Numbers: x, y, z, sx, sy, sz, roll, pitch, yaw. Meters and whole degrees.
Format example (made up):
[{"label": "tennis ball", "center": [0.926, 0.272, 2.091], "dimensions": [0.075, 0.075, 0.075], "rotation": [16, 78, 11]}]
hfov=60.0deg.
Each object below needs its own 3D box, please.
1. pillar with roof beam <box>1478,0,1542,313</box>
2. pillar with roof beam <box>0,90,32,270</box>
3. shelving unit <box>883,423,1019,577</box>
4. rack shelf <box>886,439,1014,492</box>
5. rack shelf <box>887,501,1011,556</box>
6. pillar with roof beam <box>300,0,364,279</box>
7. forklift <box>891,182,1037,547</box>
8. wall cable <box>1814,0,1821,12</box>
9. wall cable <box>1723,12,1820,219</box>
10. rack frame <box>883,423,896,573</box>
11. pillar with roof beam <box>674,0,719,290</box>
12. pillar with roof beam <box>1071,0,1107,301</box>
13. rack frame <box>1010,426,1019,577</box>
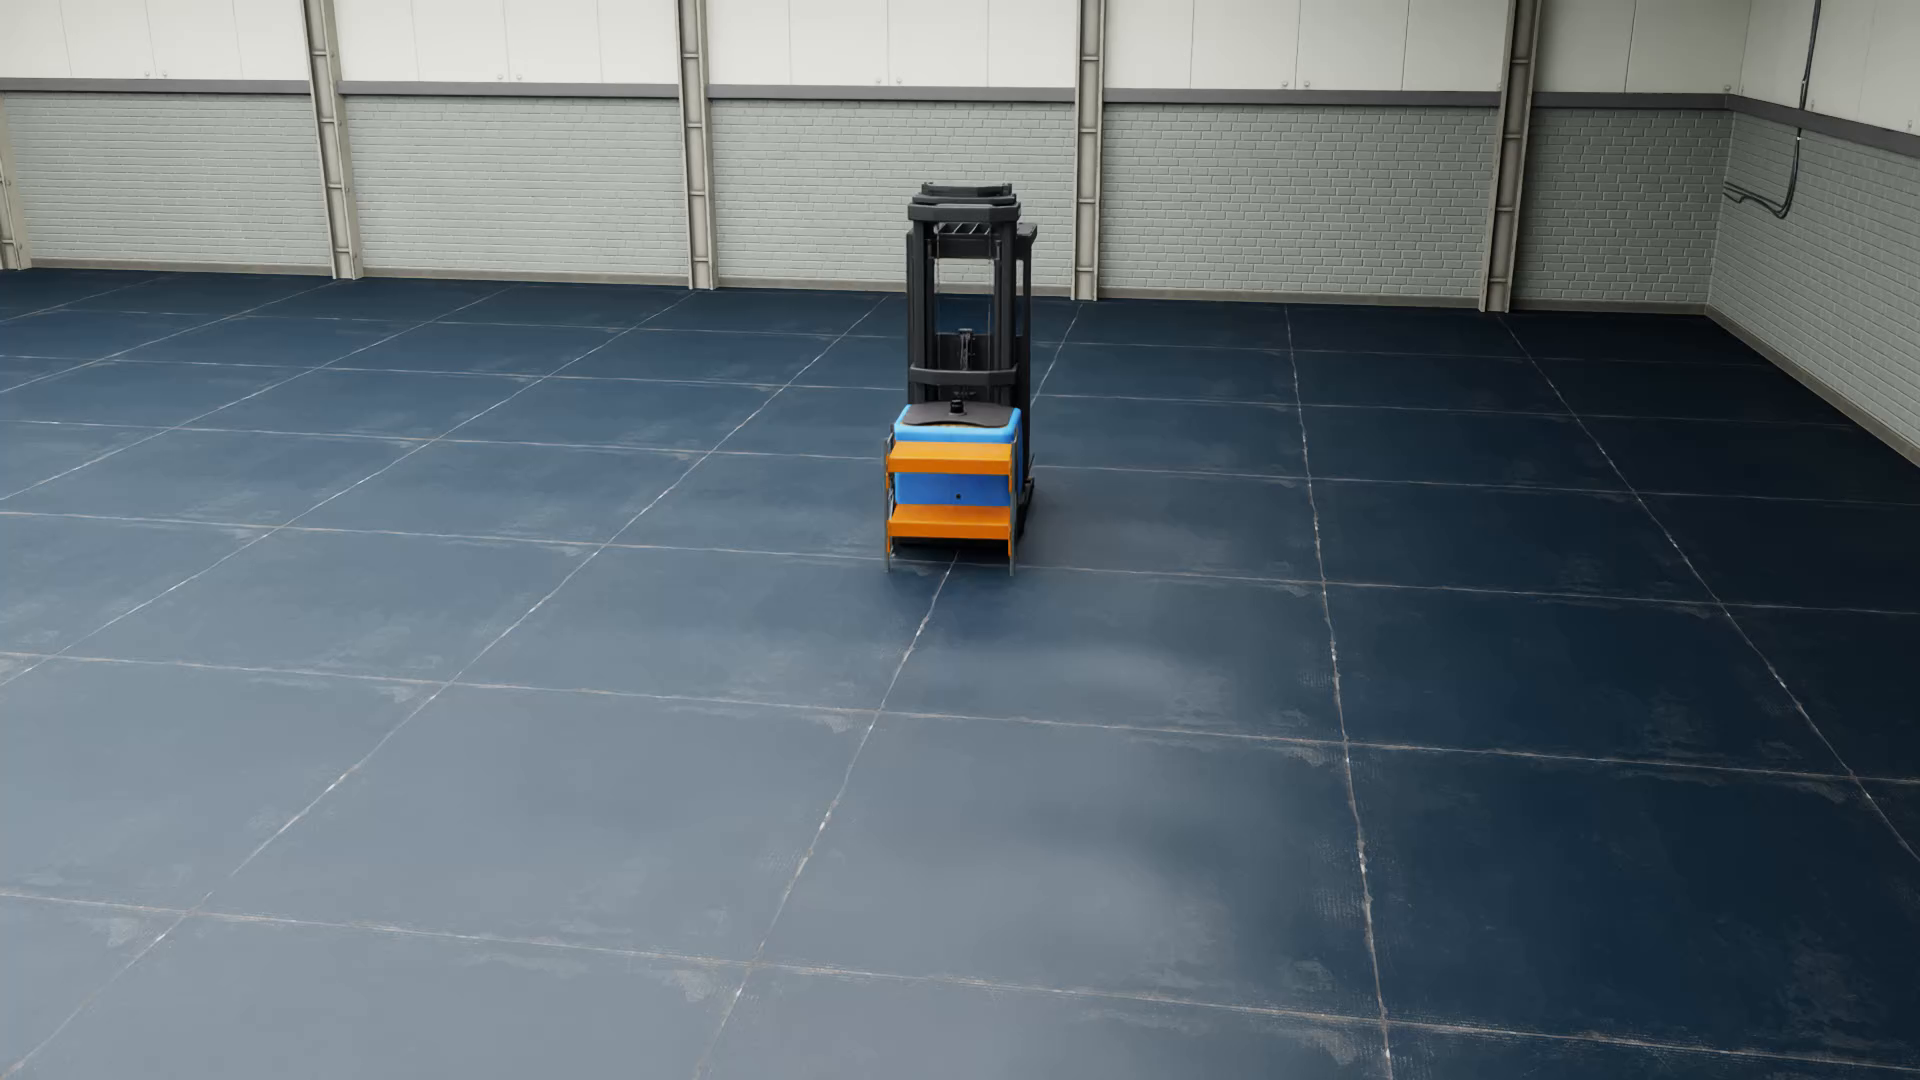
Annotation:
[{"label": "pillar with roof beam", "center": [7.137, -6.287, 18.912], "dimensions": [0.400, 9.000, 9.100], "rotation": [3, 19, 9]}, {"label": "pillar with roof beam", "center": [-16.559, -7.495, 22.522], "dimensions": [0.400, 9.000, 9.100], "rotation": [3, 19, 9]}, {"label": "shelving unit", "center": [-0.067, -0.328, 13.509], "dimensions": [1.048, 1.125, 0.538], "rotation": [2, 19, 5]}, {"label": "rack shelf", "center": [-0.067, -0.605, 13.417], "dimensions": [1.000, 0.278, 0.538], "rotation": [2, 19, 5]}, {"label": "rack shelf", "center": [-0.067, -0.096, 13.587], "dimensions": [1.000, 0.278, 0.538], "rotation": [2, 19, 5]}, {"label": "pillar with roof beam", "center": [-10.635, -7.193, 21.620], "dimensions": [0.400, 9.000, 9.100], "rotation": [3, 19, 9]}, {"label": "forklift", "center": [0.105, -1.755, 14.930], "dimensions": [1.130, 2.935, 3.031], "rotation": [2, 19, 6]}, {"label": "wall cable", "center": [10.089, -7.149, 18.420], "dimensions": [0.112, 2.526, 3.097], "rotation": [3, 19, 9]}, {"label": "wall cable", "center": [10.518, -5.601, 21.754], "dimensions": [0.112, 2.526, 3.097], "rotation": [3, 19, 9]}, {"label": "rack frame", "center": [-0.574, -0.342, 13.551], "dimensions": [0.032, 1.125, 0.500], "rotation": [2, 19, 5]}, {"label": "pillar with roof beam", "center": [-4.711, -6.891, 20.717], "dimensions": [0.400, 9.000, 9.100], "rotation": [3, 19, 9]}, {"label": "pillar with roof beam", "center": [1.213, -6.589, 19.815], "dimensions": [0.400, 9.000, 9.100], "rotation": [3, 19, 9]}, {"label": "rack frame", "center": [0.439, -0.314, 13.468], "dimensions": [0.032, 1.125, 0.500], "rotation": [2, 19, 5]}]
